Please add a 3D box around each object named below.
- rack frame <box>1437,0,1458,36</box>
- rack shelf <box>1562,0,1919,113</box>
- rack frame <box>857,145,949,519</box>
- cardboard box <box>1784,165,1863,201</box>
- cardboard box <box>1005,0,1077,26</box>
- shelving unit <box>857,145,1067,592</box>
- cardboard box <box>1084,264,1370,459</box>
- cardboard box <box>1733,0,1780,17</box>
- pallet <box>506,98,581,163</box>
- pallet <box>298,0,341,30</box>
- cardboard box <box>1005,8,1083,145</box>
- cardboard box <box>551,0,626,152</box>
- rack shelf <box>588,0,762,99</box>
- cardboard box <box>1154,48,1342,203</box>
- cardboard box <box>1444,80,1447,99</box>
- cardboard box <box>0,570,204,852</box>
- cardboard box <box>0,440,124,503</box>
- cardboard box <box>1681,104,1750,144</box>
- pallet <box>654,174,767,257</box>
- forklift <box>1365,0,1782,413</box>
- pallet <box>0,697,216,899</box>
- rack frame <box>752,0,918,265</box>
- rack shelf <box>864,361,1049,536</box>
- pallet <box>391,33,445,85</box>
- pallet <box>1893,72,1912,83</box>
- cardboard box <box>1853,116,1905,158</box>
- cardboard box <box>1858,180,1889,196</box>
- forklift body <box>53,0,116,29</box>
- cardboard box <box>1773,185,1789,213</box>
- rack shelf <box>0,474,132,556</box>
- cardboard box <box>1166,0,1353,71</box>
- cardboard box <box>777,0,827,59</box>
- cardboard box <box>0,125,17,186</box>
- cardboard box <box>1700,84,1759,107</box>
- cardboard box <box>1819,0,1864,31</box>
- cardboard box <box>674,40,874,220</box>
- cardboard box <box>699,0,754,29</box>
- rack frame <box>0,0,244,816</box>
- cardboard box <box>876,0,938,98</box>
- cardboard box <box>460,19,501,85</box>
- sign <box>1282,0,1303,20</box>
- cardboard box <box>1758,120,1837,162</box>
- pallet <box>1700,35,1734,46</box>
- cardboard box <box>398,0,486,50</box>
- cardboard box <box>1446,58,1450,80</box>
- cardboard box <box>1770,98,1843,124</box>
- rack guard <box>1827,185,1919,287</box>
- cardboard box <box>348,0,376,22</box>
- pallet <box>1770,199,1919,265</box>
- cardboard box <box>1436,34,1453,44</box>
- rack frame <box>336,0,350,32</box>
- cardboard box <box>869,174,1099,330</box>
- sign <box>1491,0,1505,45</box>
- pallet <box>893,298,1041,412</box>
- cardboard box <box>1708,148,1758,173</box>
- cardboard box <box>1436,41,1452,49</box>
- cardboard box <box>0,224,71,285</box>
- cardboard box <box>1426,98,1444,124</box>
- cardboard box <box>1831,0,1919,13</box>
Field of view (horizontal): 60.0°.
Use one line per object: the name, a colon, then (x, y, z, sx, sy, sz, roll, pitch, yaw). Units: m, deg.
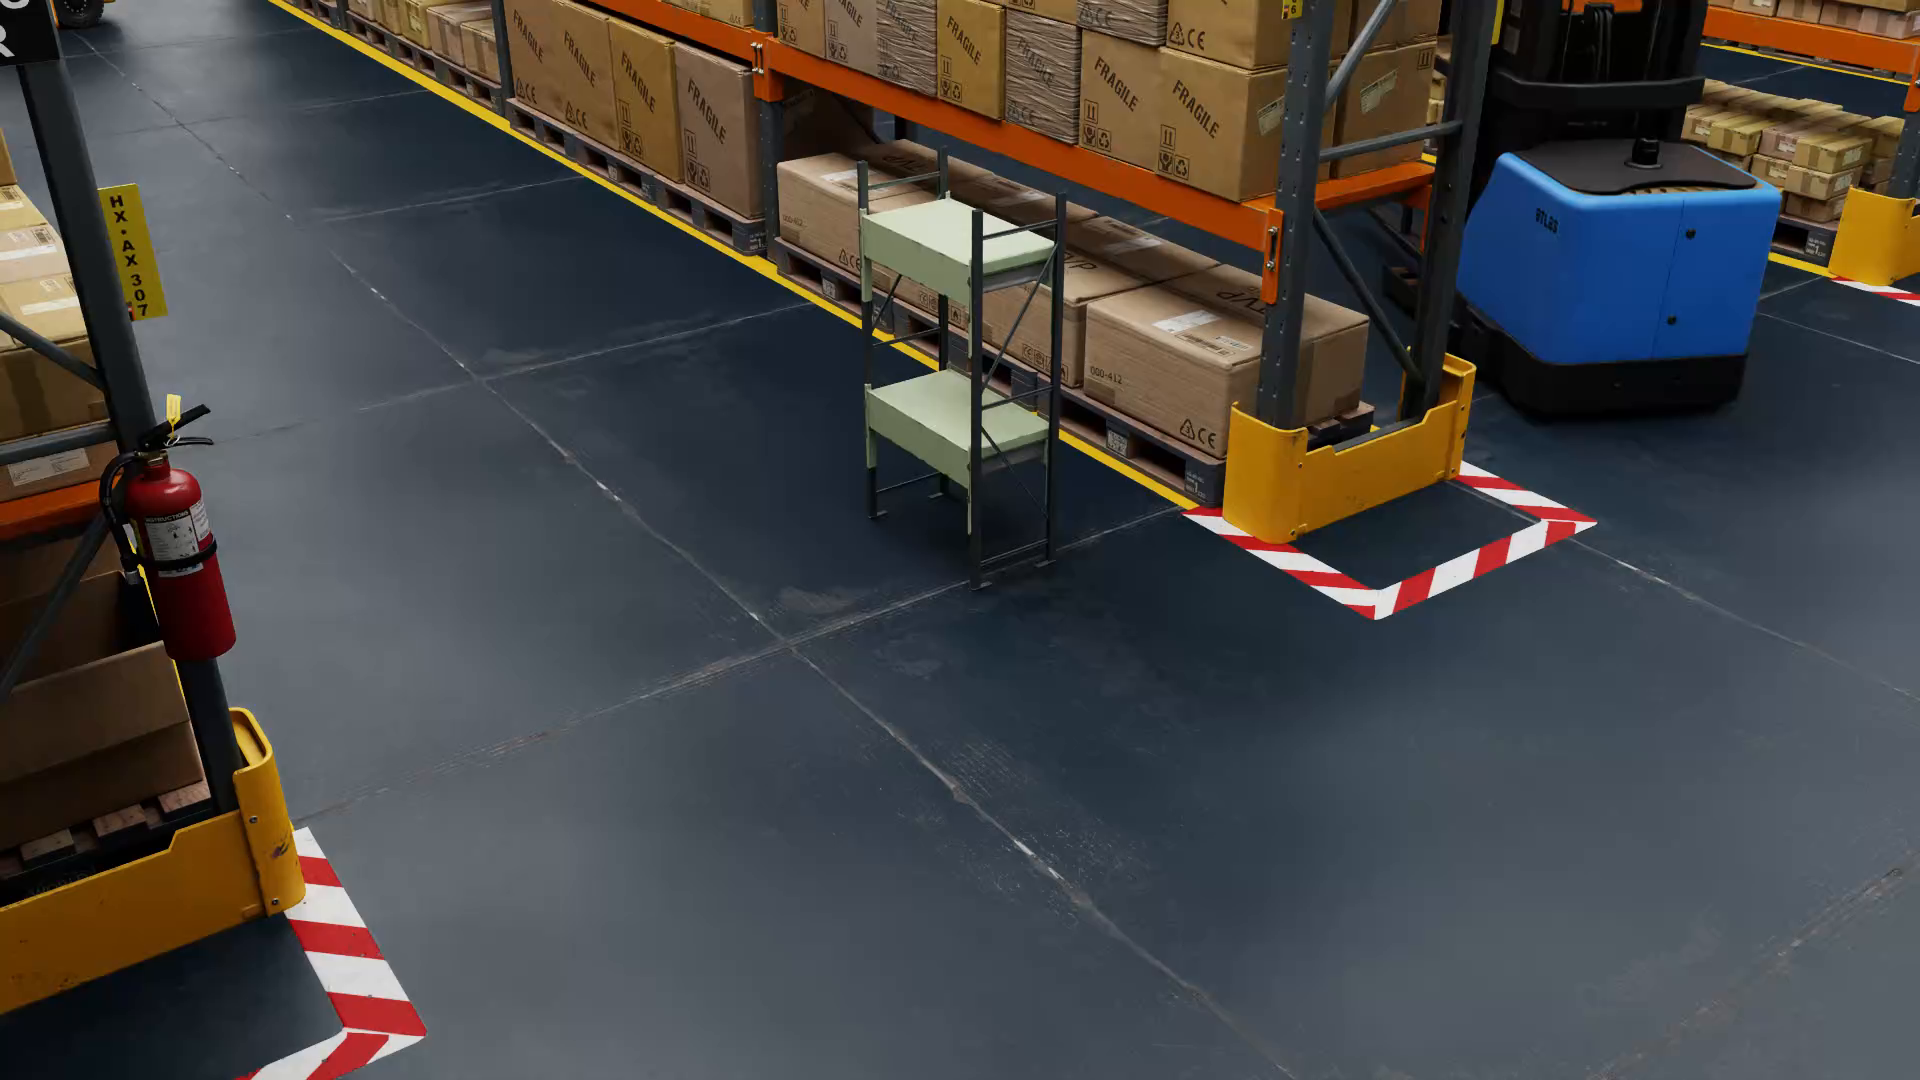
rack frame: (3.281, -4.489, 11.873, 1.000, 3.000, 0.127, -19, 34, -31)
rack shelf: (4.441, -3.395, 10.613, 1.077, 0.370, 4.000, -19, 34, -31)
rack frame: (-0.216, -0.804, 6.659, 0.400, 1.500, 0.023, -19, 34, -31)
cardboard box: (5.063, -2.123, 9.751, 0.380, 0.149, 0.250, -20, 34, -32)
cardboard box: (0.543, -2.517, 7.090, 0.500, 0.500, 0.500, -19, 34, -31)
shelving unit: (-0.004, -0.662, 6.397, 0.431, 1.500, 0.755, -19, 34, -31)
cardboard box: (1.164, -0.812, 7.347, 0.875, 0.438, 0.875, -20, 34, -32)
cardboard box: (4.744, -3.165, 9.698, 0.380, 0.149, 0.250, -18, 33, -29)
pallet: (-2.617, -3.082, 12.203, 1.003, 0.211, 1.213, -19, 34, -31)
pallet: (-5.751, -5.215, 16.132, 1.003, 0.211, 1.213, -19, 34, -31)
cardboard box: (0.547, -2.079, 7.331, 0.500, 0.500, 0.500, -18, 33, -29)
cardboard box: (-2.166, -3.246, 11.370, 0.875, 0.875, 0.875, -18, 33, -30)
rack shelf: (-1.852, -3.541, 10.881, 1.077, 0.370, 4.000, -19, 34, -31)
cardboard box: (1.133, -1.683, 6.600, 0.500, 0.500, 0.500, -19, 34, -30)
cardboard box: (3.621, -3.164, 11.668, 0.380, 0.149, 0.250, -19, 34, -31)
cardboard box: (-2.691, 0.500, 4.863, 0.797, 0.503, 0.637, -20, 34, -33)
cardboard box: (-2.380, -0.242, 4.316, 0.380, 0.149, 0.250, -19, 34, -31)
cardboard box: (4.637, -2.560, 10.245, 0.380, 0.149, 0.250, -20, 34, -33)
pallet: (-1.201, -2.133, 10.457, 1.003, 0.211, 1.213, -19, 34, -31)
forklift: (2.958, -2.555, 8.384, 1.130, 2.935, 3.031, -4, 29, -7)
pallet: (-2.920, 0.737, 5.171, 1.003, 0.211, 1.213, -19, 34, -31)
rack frame: (-0.692, -3.079, 9.277, 1.000, 3.000, 0.127, -19, 34, -31)
rack shelf: (-0.004, -0.375, 6.552, 0.431, 0.370, 0.720, -19, 34, -31)
pallet: (-4.168, -4.187, 14.239, 1.003, 0.211, 1.213, -19, 34, -31)
pallet: (8.469, -3.805, 13.536, 1.003, 0.211, 1.213, -19, 34, -31)
cardboard box: (5.574, -2.425, 9.996, 0.380, 0.149, 0.250, -21, 35, -33)
cardboard box: (5.558, -2.158, 10.128, 0.380, 0.149, 0.250, -18, 33, -30)
forklift body: (-9.108, -5.764, 15.109, 2.313, 2.155, 1.214, -19, 34, -31)
cardboard box: (4.895, -2.085, 9.993, 0.380, 0.149, 0.250, -18, 33, -29)
rack shelf: (-3.573, -0.610, 5.484, 1.077, 0.370, 4.000, -19, 34, -31)
cardboard box: (1.154, -2.129, 6.375, 0.500, 0.500, 0.500, -18, 33, -29)
cardboard box: (-0.633, -2.868, 8.784, 0.500, 0.500, 0.500, -18, 33, -29)
cardboard box: (-3.327, -1.377, 5.203, 0.500, 0.500, 0.500, -18, 33, -29)
cardboard box: (4.910, -2.816, 10.716, 0.380, 0.149, 0.250, -17, 33, -29)
cardboard box: (5.069, -2.979, 9.356, 0.380, 0.149, 0.250, -19, 34, -31)
cardboard box: (-1.117, -2.549, 10.087, 0.875, 0.875, 0.875, -18, 33, -29)
cardboard box: (-1.158, -3.118, 9.506, 0.500, 0.250, 0.500, -20, 34, -32)
rack frame: (-2.413, -0.149, 3.881, 1.000, 3.000, 0.127, -19, 34, -31)
cardboard box: (-0.062, -2.477, 8.062, 0.500, 0.500, 0.500, -19, 34, -30)
cardboard box: (-3.332, -3.887, 13.077, 0.950, 0.372, 0.625, -21, 35, -34)
sign: (1.178, -1.993, 5.814, 0.100, 0.325, 0.005, -19, 34, -31)
cardboard box: (4.989, -2.376, 9.907, 0.380, 0.149, 0.250, -18, 33, -30)
pallet: (6.871, -4.877, 15.508, 1.003, 0.211, 1.213, -19, 34, -31)
cardboard box: (-4.202, -4.468, 14.147, 0.950, 0.372, 0.625, -18, 33, -29)
cardboard box: (3.611, -3.283, 11.575, 0.380, 0.149, 0.250, -19, 34, -31)
cardboard box: (5.275, -2.632, 10.378, 0.380, 0.149, 0.250, -19, 34, -31)
rack guard: (5.557, -1.865, 9.660, 1.175, 0.500, 0.348, -19, 34, -31)
cardboard box: (-5.026, -5.016, 15.157, 0.950, 0.372, 0.625, -18, 33, -30)
pallet: (5.115, -2.064, 10.329, 1.003, 0.211, 1.213, -19, 34, -31)
cardboard box: (3.700, -3.616, 12.189, 0.380, 0.149, 0.250, -18, 33, -29)
rack frame: (-5.333, -6.190, 15.004, 1.000, 3.000, 0.127, -19, 34, -31)
cardboard box: (0.104, -1.516, 8.644, 0.875, 0.438, 0.875, -20, 34, -32)
sign: (2.084, -2.091, 6.467, 0.100, 0.325, 0.005, -19, 34, -31)
pallet: (0.397, -1.062, 8.484, 1.003, 0.211, 1.213, -19, 34, -31)
cardboard box: (4.760, -2.324, 10.122, 0.380, 0.149, 0.250, -20, 35, -33)
cardboard box: (3.312, -3.491, 11.959, 0.380, 0.149, 0.250, -17, 33, -29)
cardboard box: (-2.750, -0.661, 4.669, 0.500, 0.250, 0.500, -18, 33, -30)
cardboard box: (3.385, -3.087, 11.838, 0.380, 0.149, 0.250, -18, 33, -29)
cardboard box: (5.131, -3.212, 9.105, 0.500, 0.500, 0.500, -18, 33, -30)
